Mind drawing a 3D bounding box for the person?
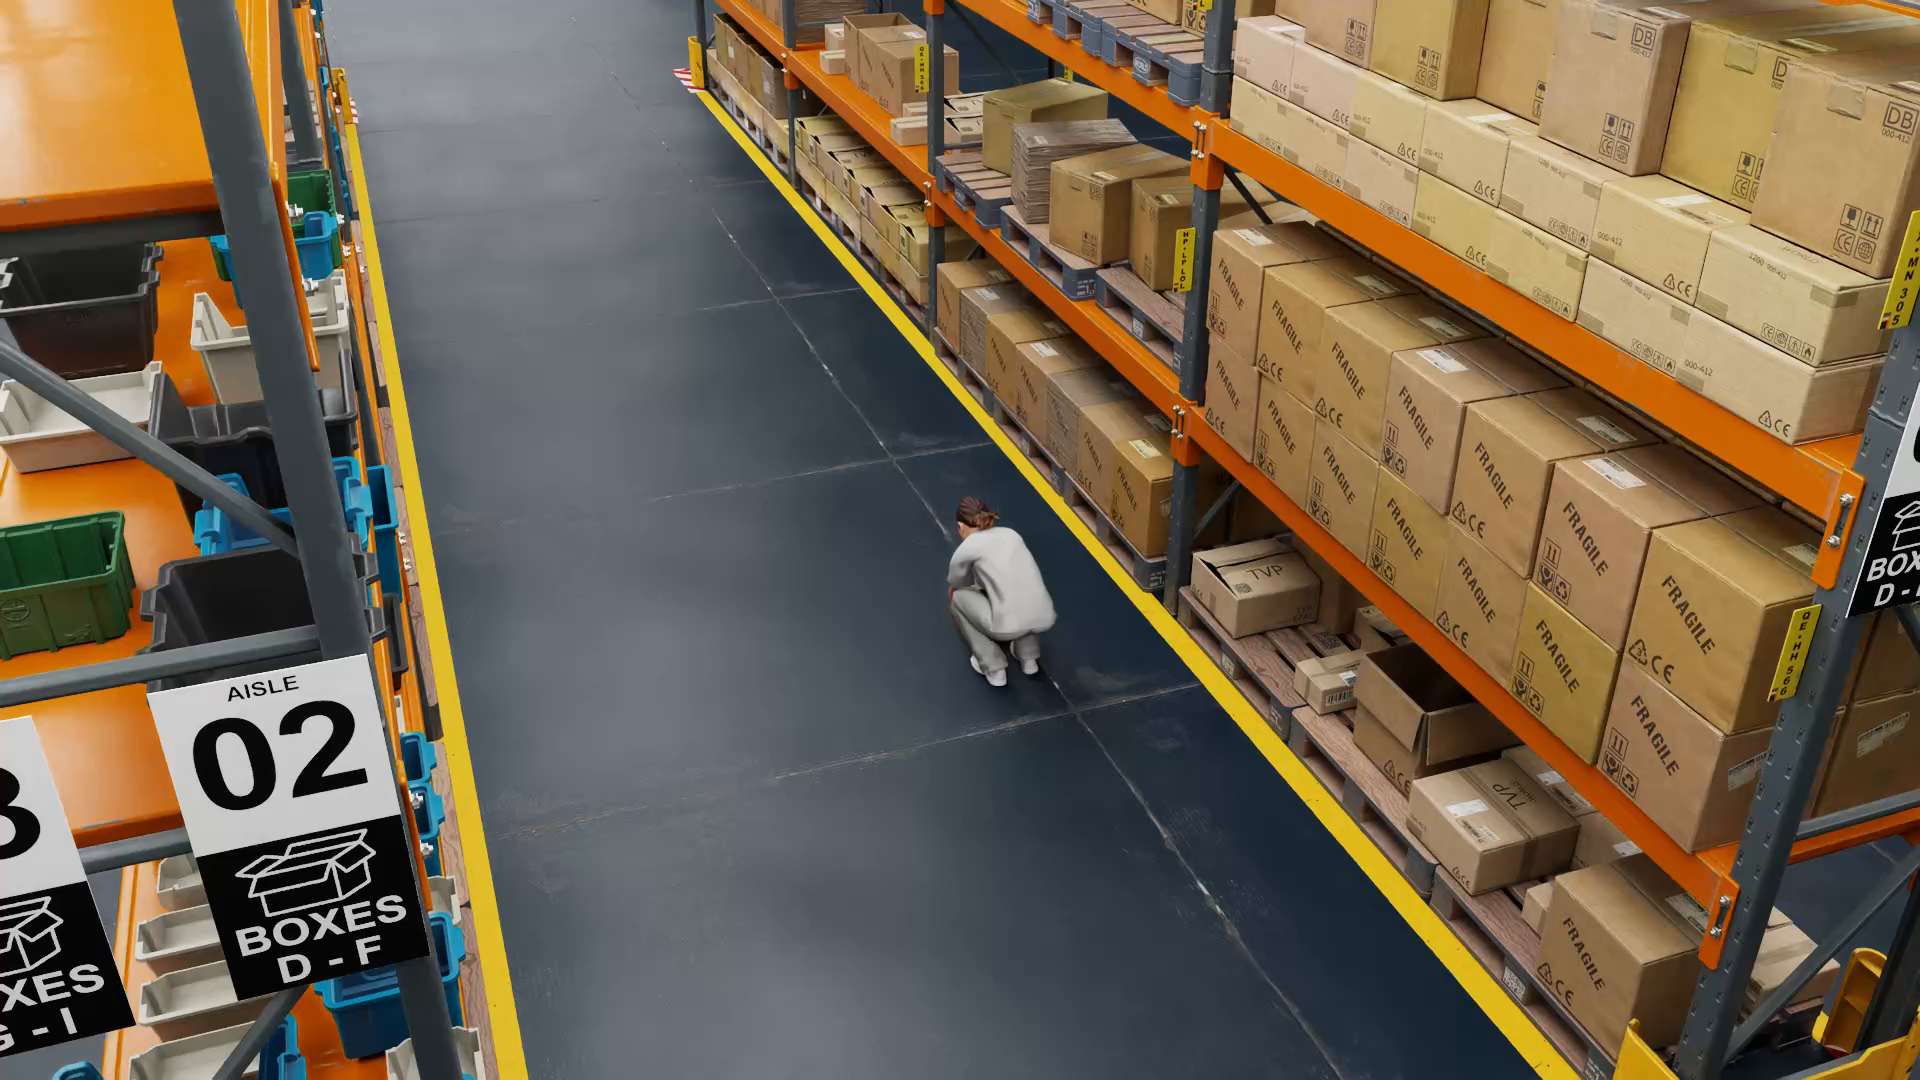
[{"bbox_3d":[0.204,0.272,8.726,0.467,0.825,0.801,-10,32,-17],"label":"person"}]
